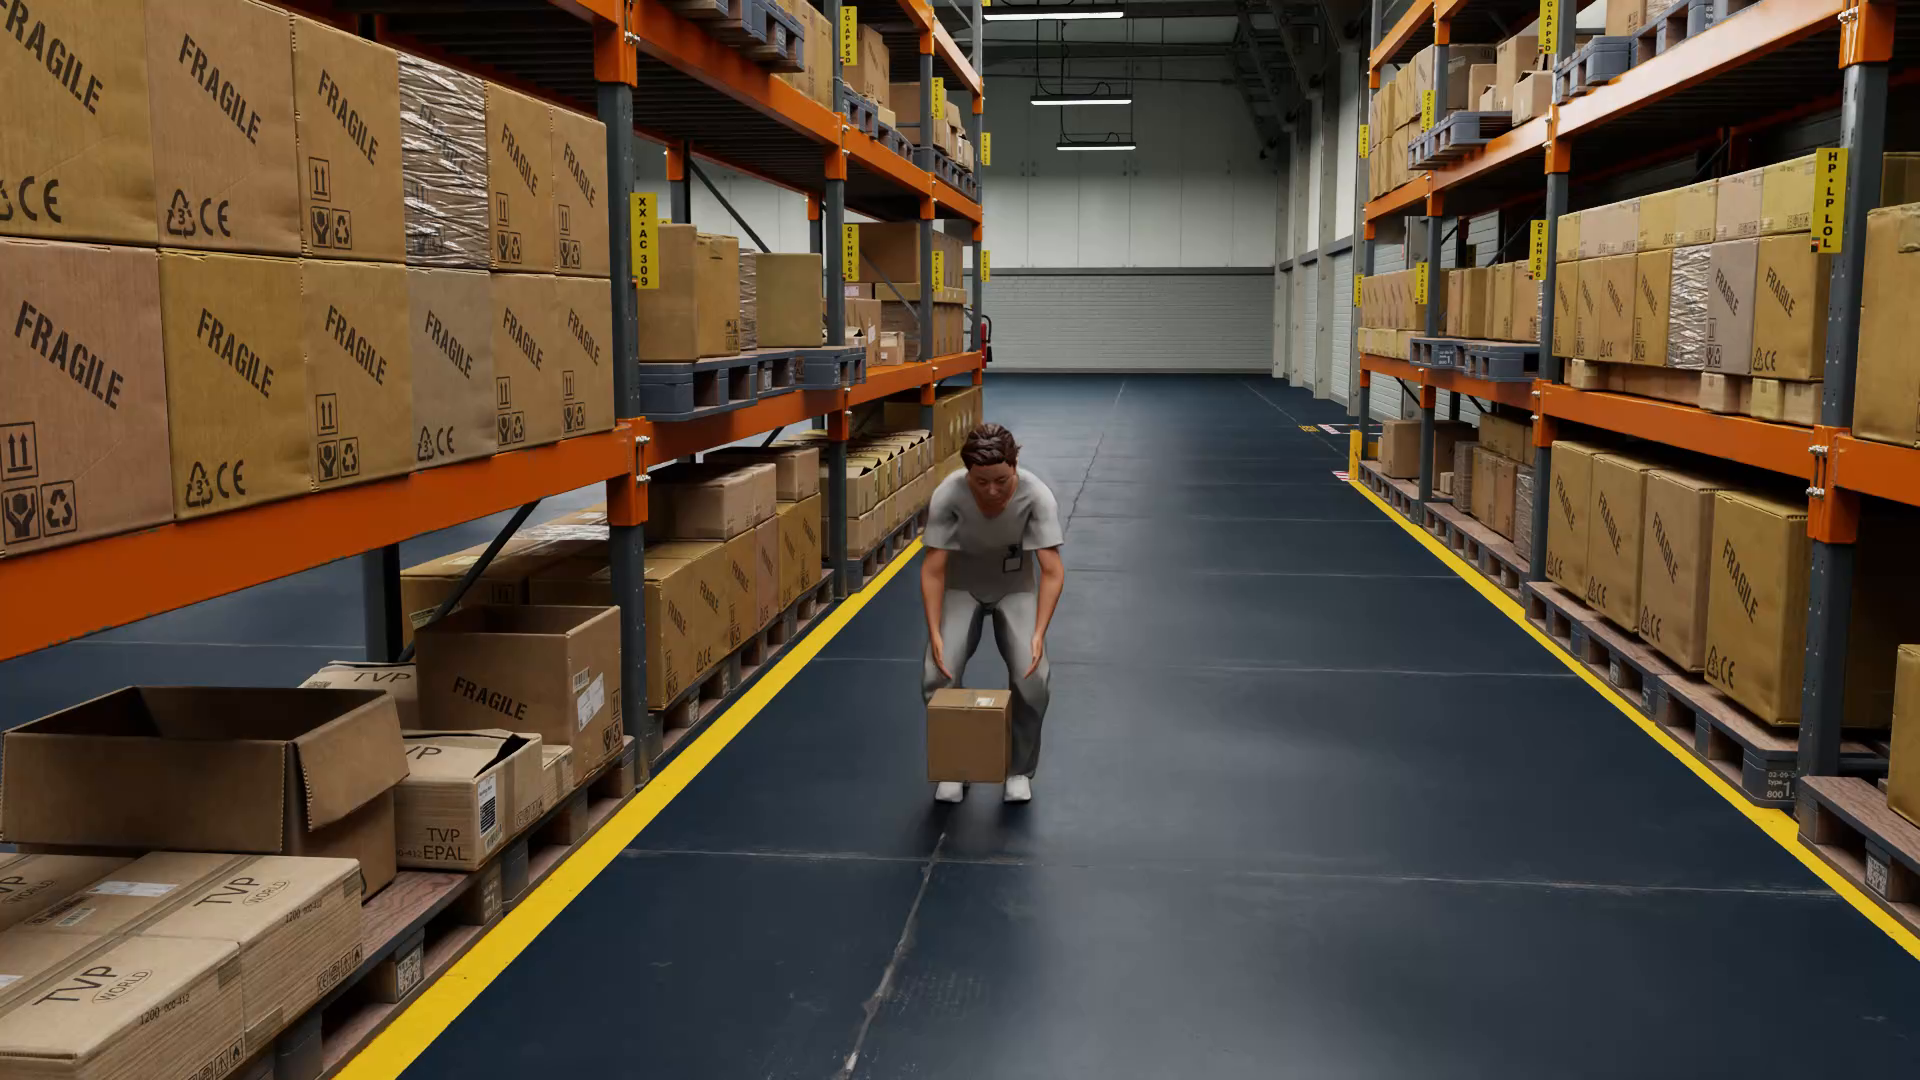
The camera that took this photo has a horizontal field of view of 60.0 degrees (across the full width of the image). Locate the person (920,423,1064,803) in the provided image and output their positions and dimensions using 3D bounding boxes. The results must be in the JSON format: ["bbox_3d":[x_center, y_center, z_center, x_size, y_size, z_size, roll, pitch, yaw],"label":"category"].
[{"bbox_3d":[0.120,0.246,5.769,0.491,1.335,0.665,1,8,6],"label":"person"}]
